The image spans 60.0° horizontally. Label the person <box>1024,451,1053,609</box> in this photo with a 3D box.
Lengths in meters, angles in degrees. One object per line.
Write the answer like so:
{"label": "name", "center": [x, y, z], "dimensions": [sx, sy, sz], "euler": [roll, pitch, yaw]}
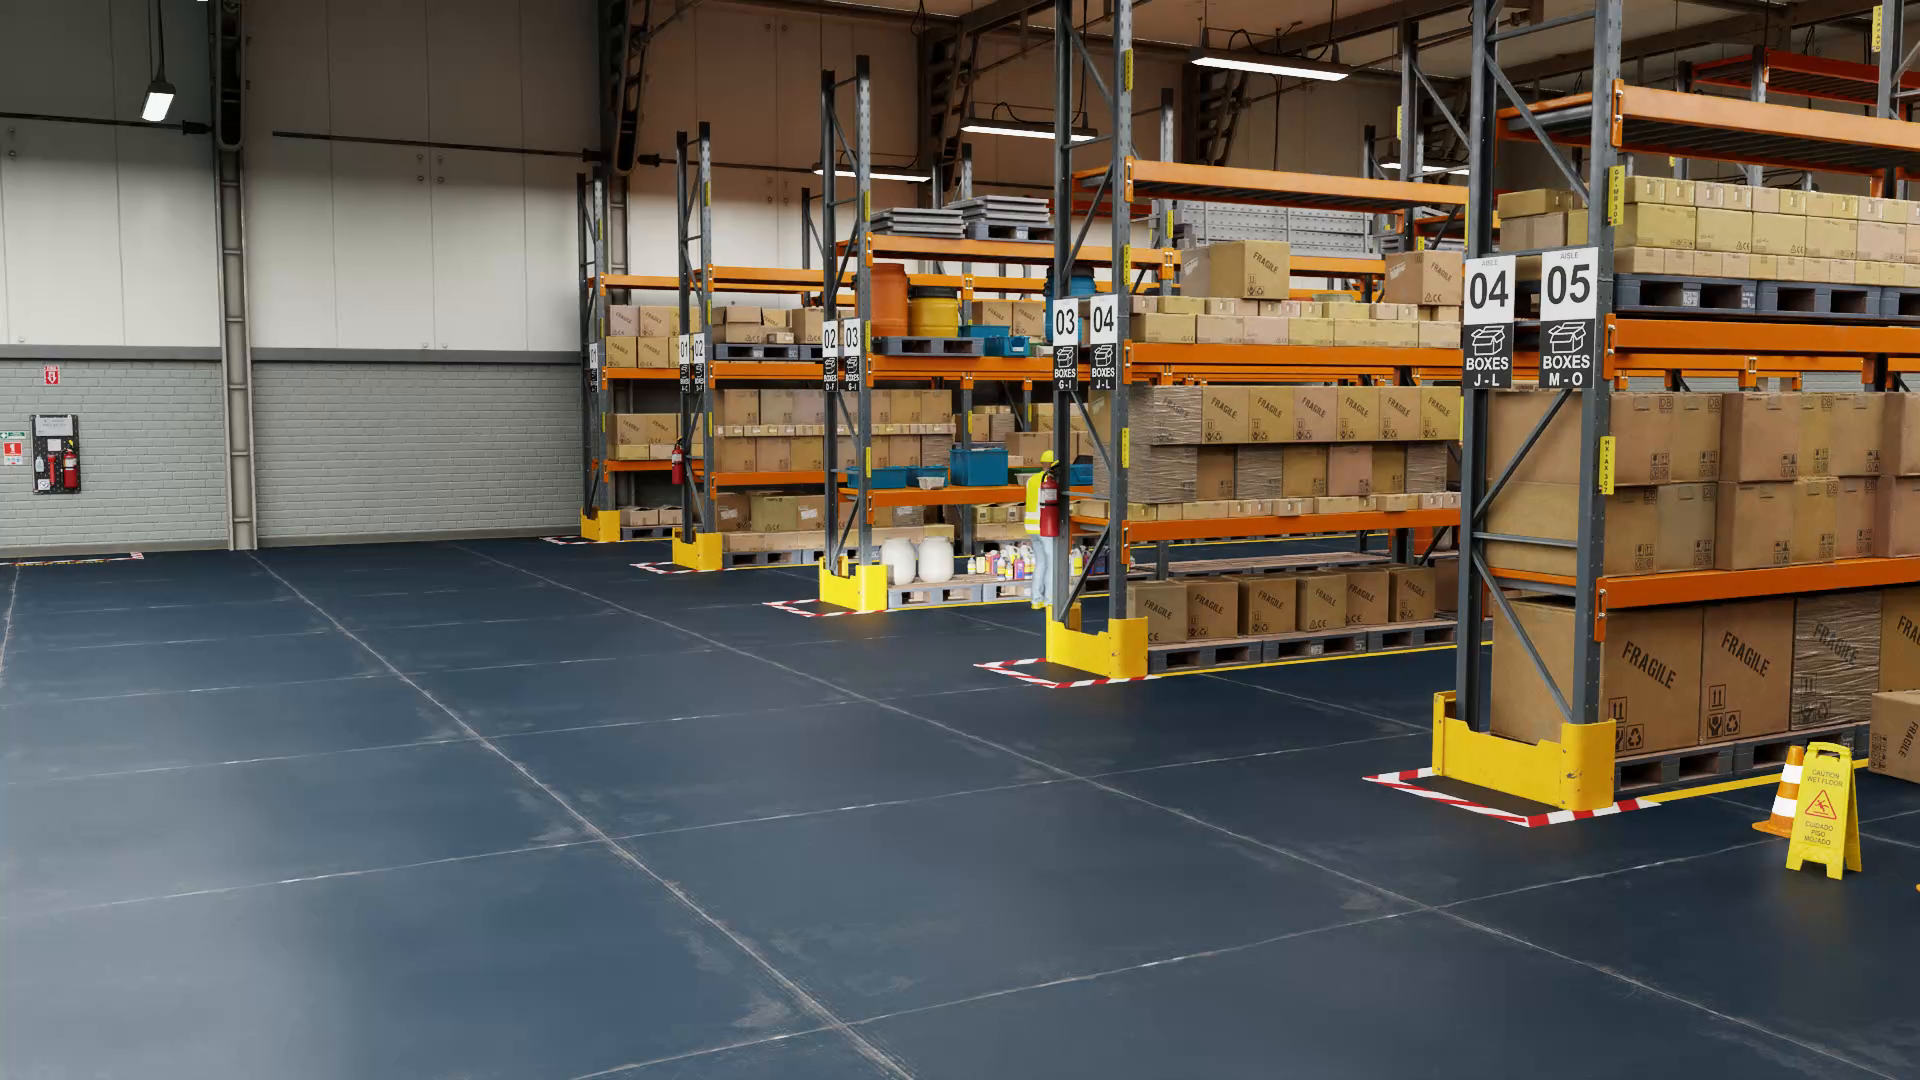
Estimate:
{"label": "person", "center": [0.963, -0.107, 18.386], "dimensions": [0.460, 1.760, 0.634], "euler": [-3, 6, -32]}
